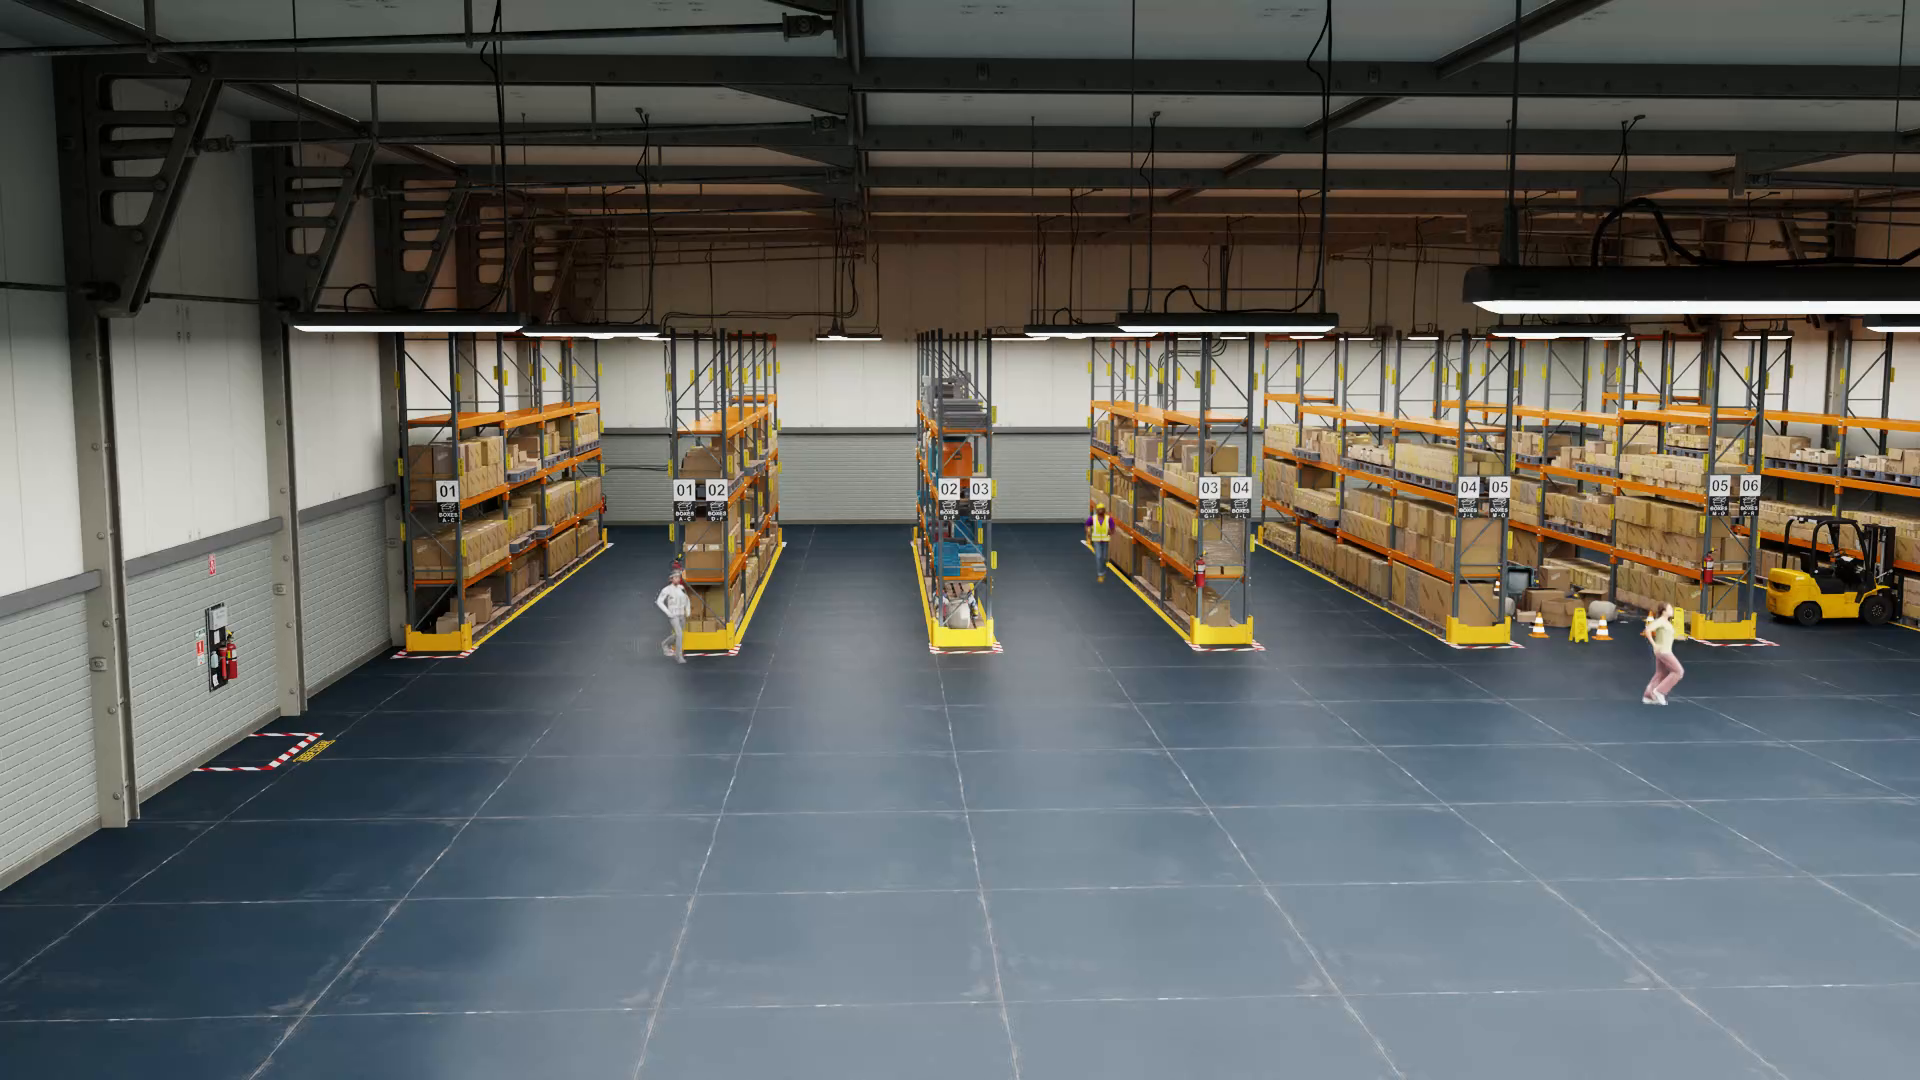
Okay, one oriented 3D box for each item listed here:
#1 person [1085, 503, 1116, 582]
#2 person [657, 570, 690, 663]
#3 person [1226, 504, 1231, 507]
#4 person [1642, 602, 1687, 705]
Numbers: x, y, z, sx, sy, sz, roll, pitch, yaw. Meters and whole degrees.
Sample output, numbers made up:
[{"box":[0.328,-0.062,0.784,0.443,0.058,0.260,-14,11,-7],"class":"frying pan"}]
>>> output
[{"box":[3.237,0.052,38.273,0.701,1.801,0.777,0,7,-2],"class":"person"},{"box":[-5.213,1.372,30.098,0.715,1.690,0.577,5,9,38],"class":"person"},{"box":[7.388,-0.704,47.310,0.733,1.705,0.946,3,7,22],"class":"person"},{"box":[11.160,1.804,26.313,0.597,1.616,0.564,3,7,26],"class":"person"}]
